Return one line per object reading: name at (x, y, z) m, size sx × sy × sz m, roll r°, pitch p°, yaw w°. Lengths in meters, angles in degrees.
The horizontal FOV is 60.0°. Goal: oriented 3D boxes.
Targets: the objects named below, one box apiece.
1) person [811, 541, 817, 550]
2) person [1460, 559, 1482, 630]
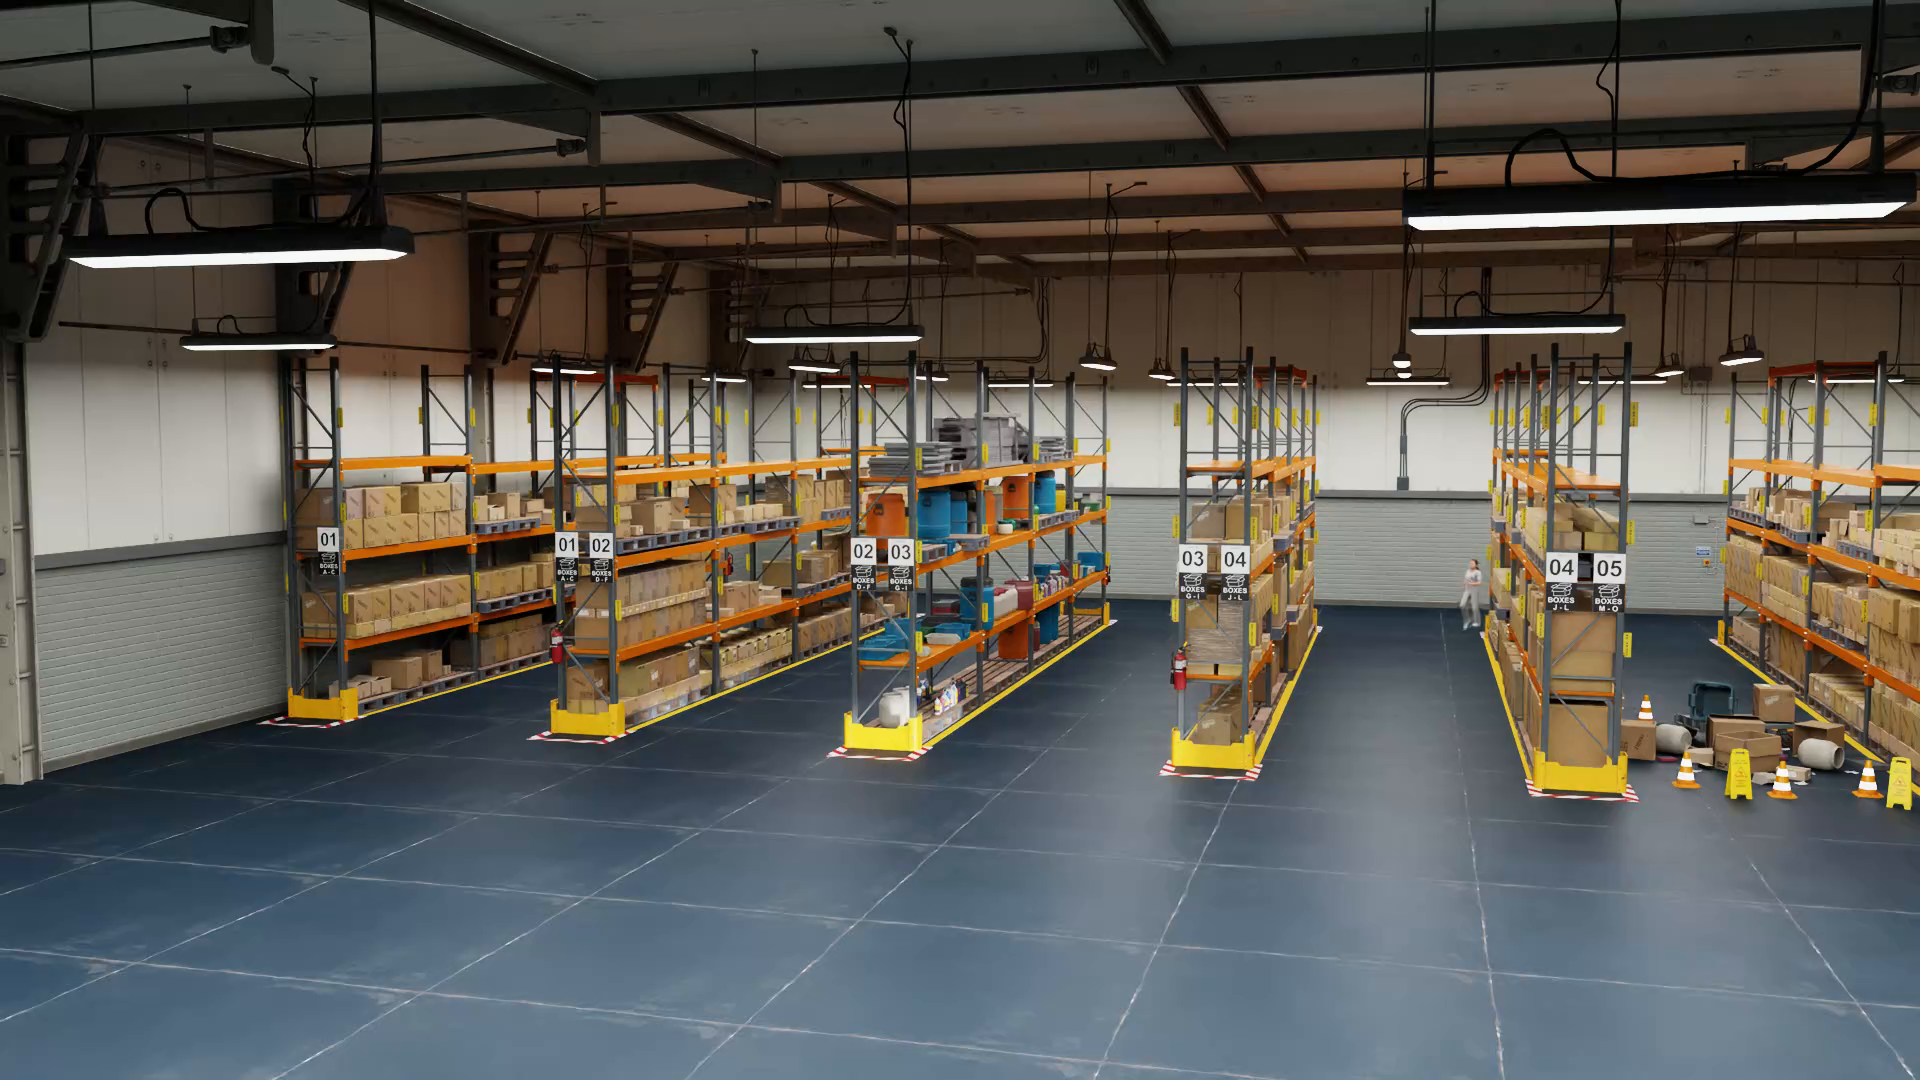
person at (-3.956, 0.877, 44.583) m, size 0.729 × 1.710 × 0.566 m, roll -3°, pitch 5°, yaw -37°
person at (12.092, 1.282, 39.316) m, size 0.533 × 1.688 × 0.699 m, roll 4°, pitch 6°, yaw 45°
